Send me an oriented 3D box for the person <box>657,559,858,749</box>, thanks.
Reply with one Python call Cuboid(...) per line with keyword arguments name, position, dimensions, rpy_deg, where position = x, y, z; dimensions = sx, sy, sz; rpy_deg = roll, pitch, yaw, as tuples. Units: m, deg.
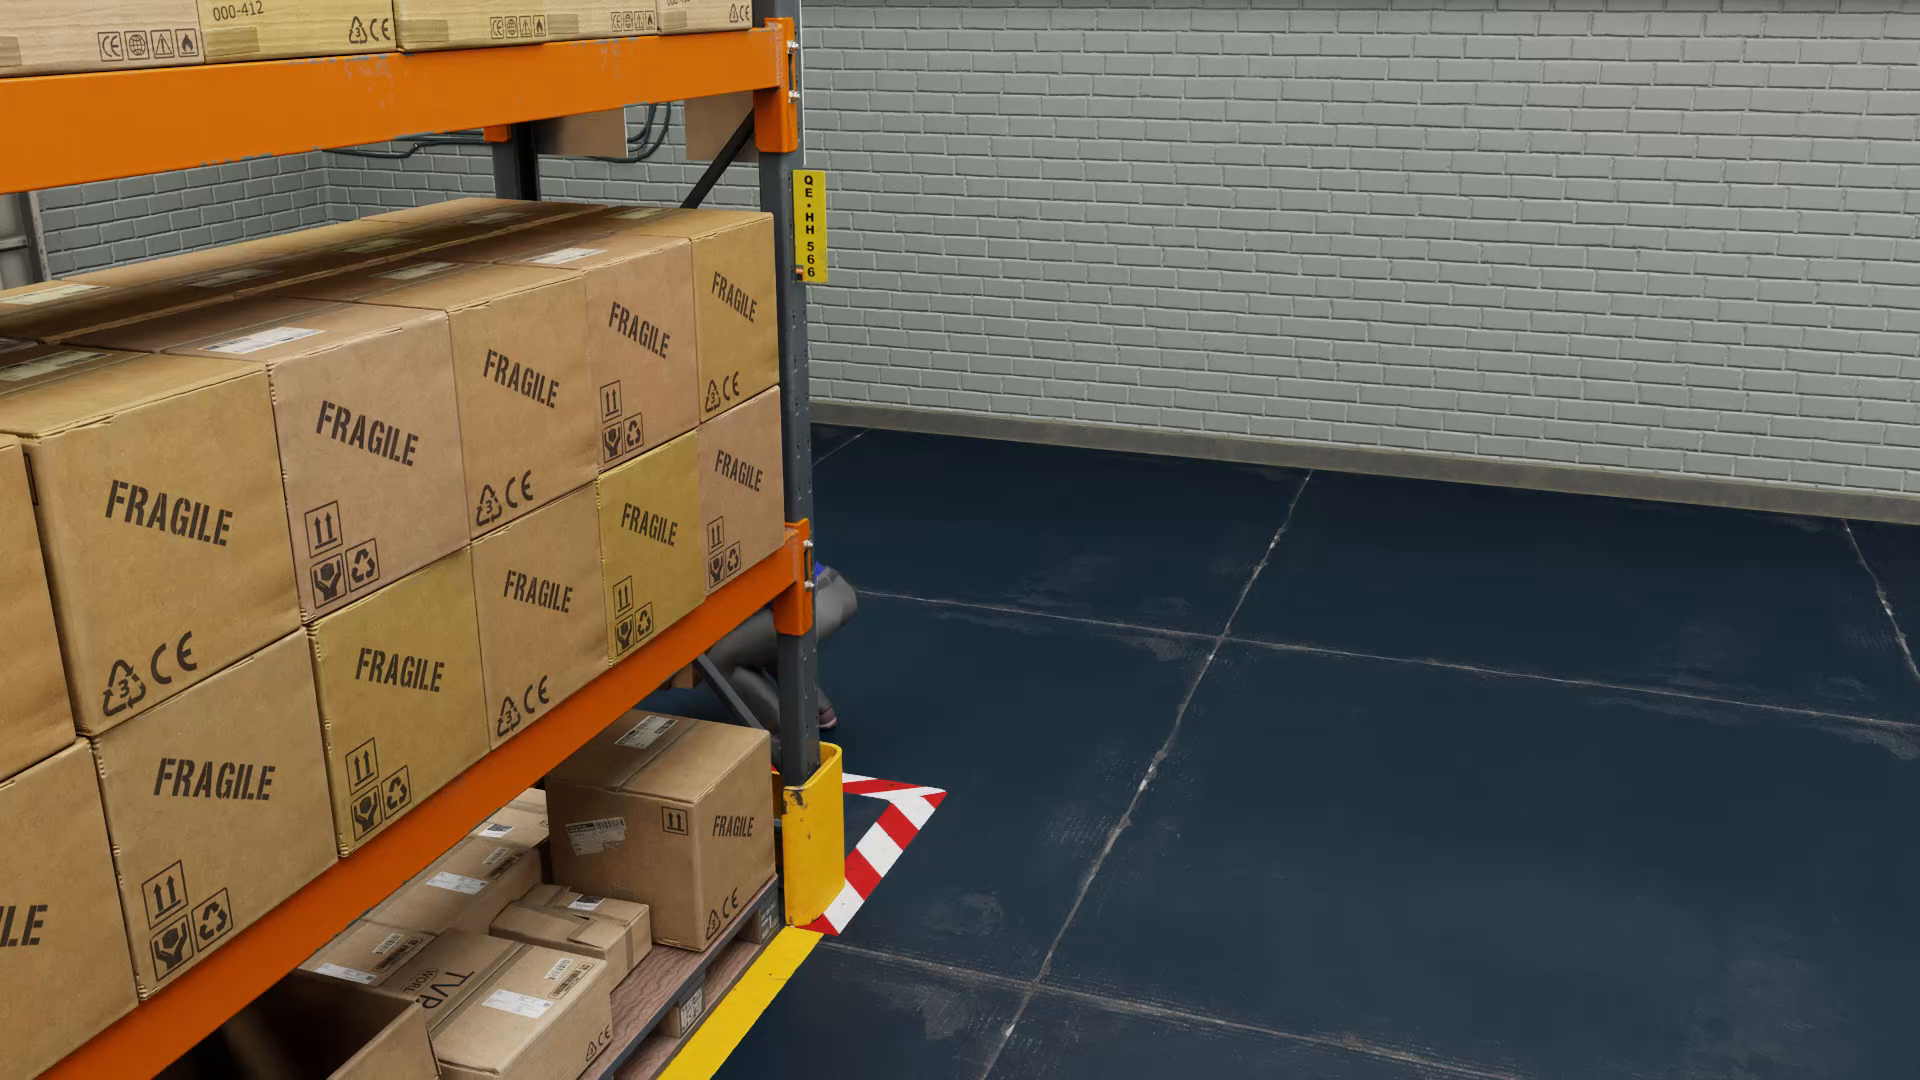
Cuboid(name="person", position=(-0.844, 0.346, 6.680), dimensions=(0.856, 0.940, 0.469), rpy_deg=(6, 20, 16))
